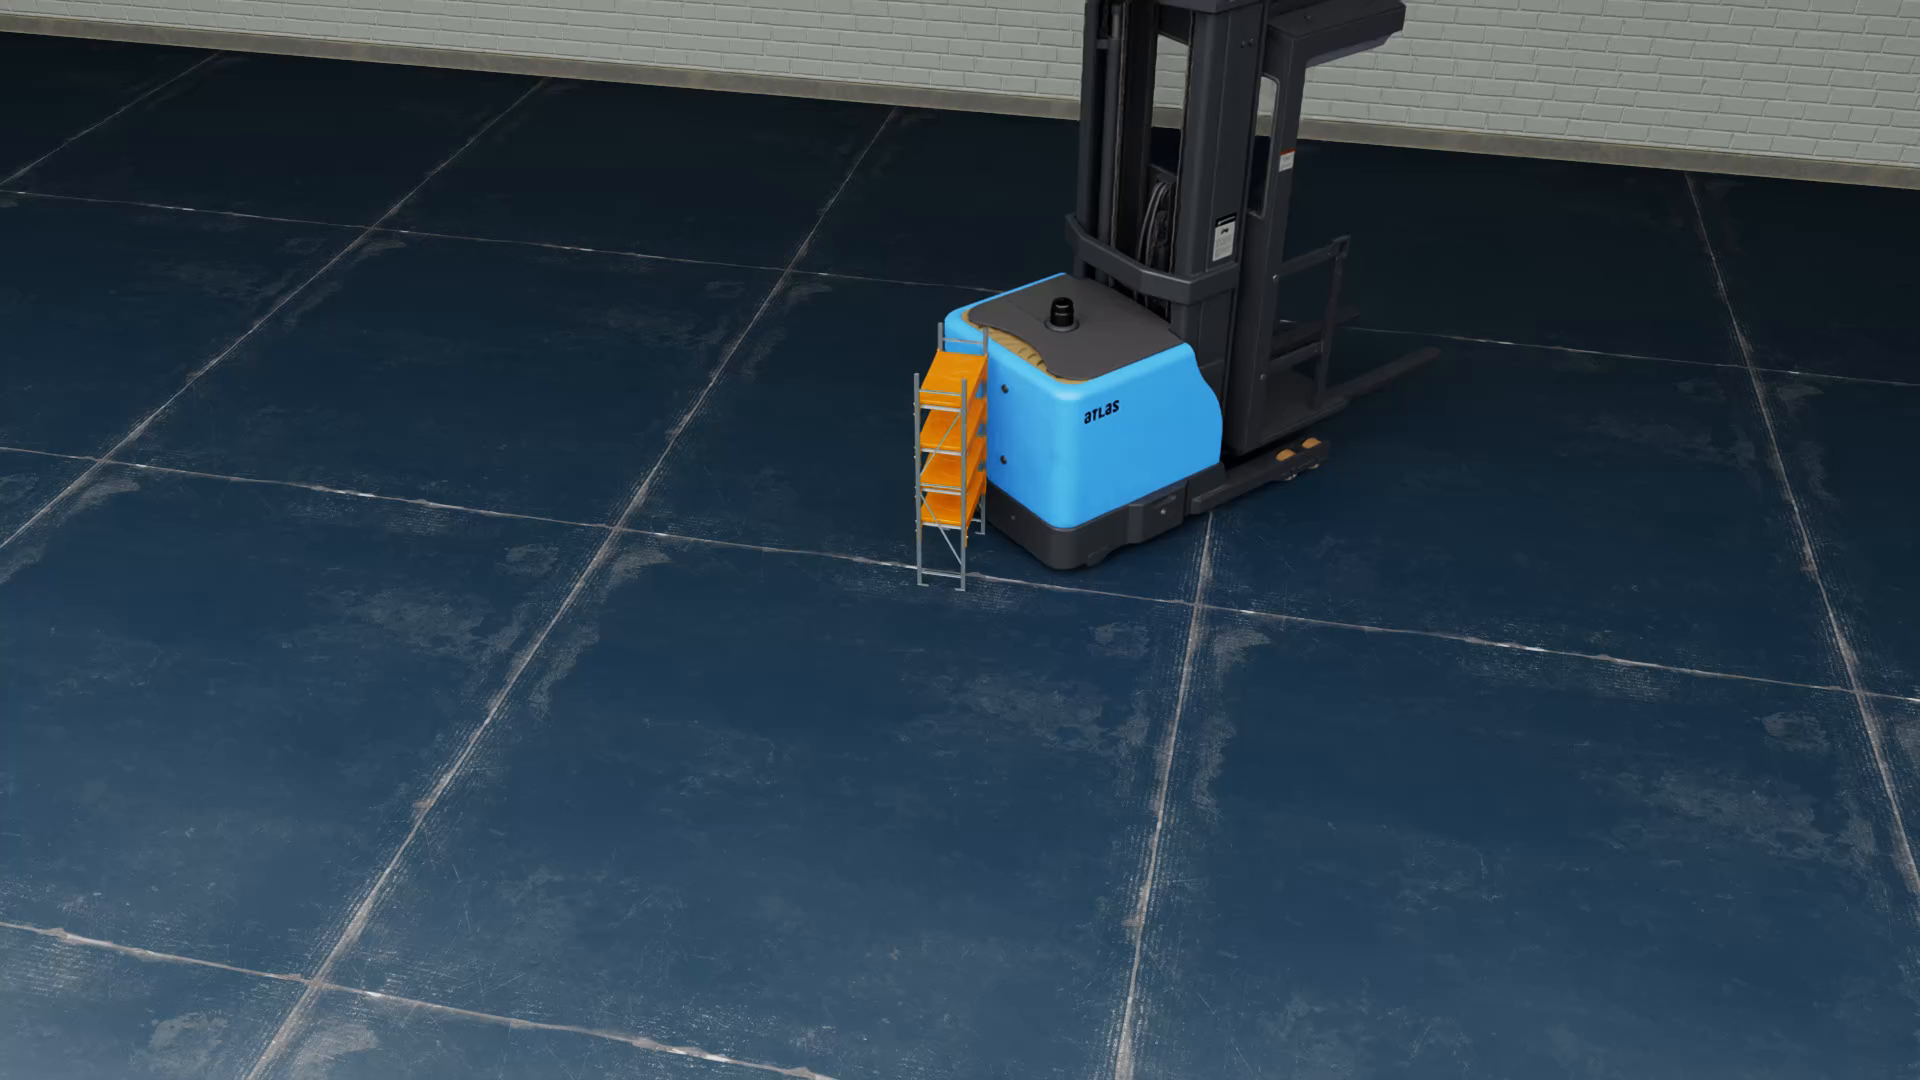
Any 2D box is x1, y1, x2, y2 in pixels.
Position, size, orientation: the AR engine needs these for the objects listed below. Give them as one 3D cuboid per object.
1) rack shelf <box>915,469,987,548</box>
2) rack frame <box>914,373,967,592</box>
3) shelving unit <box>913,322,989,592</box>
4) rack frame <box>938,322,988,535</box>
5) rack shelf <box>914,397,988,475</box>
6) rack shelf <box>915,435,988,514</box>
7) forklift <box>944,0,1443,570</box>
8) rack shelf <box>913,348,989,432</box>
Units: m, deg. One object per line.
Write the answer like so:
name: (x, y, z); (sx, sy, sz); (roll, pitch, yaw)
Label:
rack shelf: (-0.039, -0.175, 8.191); (0.258, 0.148, 0.480); (7, 37, 10)
rack frame: (-0.090, -0.250, 7.842); (0.240, 1.200, 0.015); (7, 37, 10)
shelving unit: (-0.039, -0.390, 8.035); (0.258, 1.200, 0.503); (7, 37, 10)
rack frame: (0.013, -0.530, 8.228); (0.240, 1.200, 0.015); (7, 37, 10)
rack shelf: (-0.038, -0.517, 7.943); (0.258, 0.148, 0.480); (7, 37, 10)
rack shelf: (-0.039, -0.335, 8.074); (0.258, 0.148, 0.480); (7, 37, 10)
forklift: (1.391, -1.733, 8.413); (3.031, 2.935, 1.130); (-24, 42, -29)
rack shelf: (-0.038, -0.708, 7.804); (0.258, 0.148, 0.480); (7, 37, 10)
